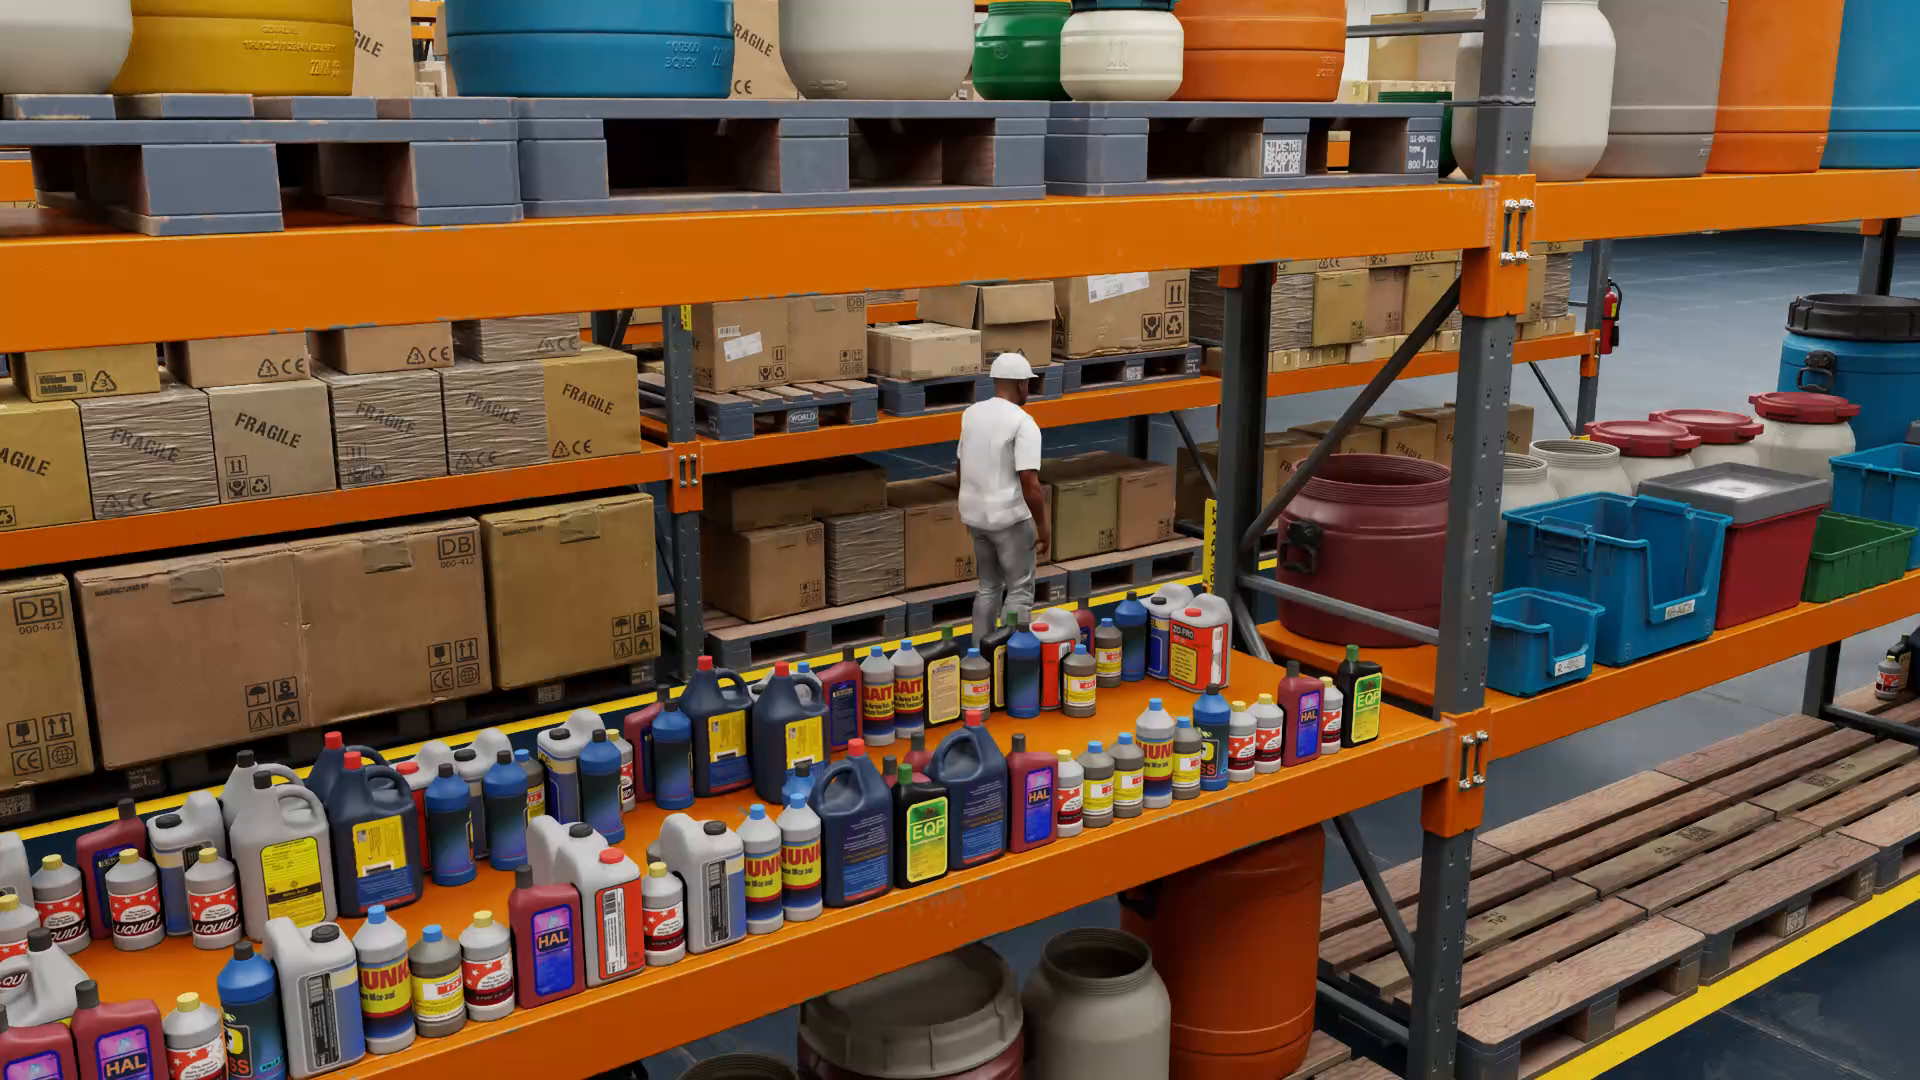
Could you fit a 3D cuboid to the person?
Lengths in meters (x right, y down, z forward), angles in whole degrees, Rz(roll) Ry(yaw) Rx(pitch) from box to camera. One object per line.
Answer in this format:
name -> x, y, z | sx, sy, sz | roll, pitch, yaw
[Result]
person -> 0.239, -0.125, 8.968 | 0.456, 1.756, 0.635 | -11, 18, -38
